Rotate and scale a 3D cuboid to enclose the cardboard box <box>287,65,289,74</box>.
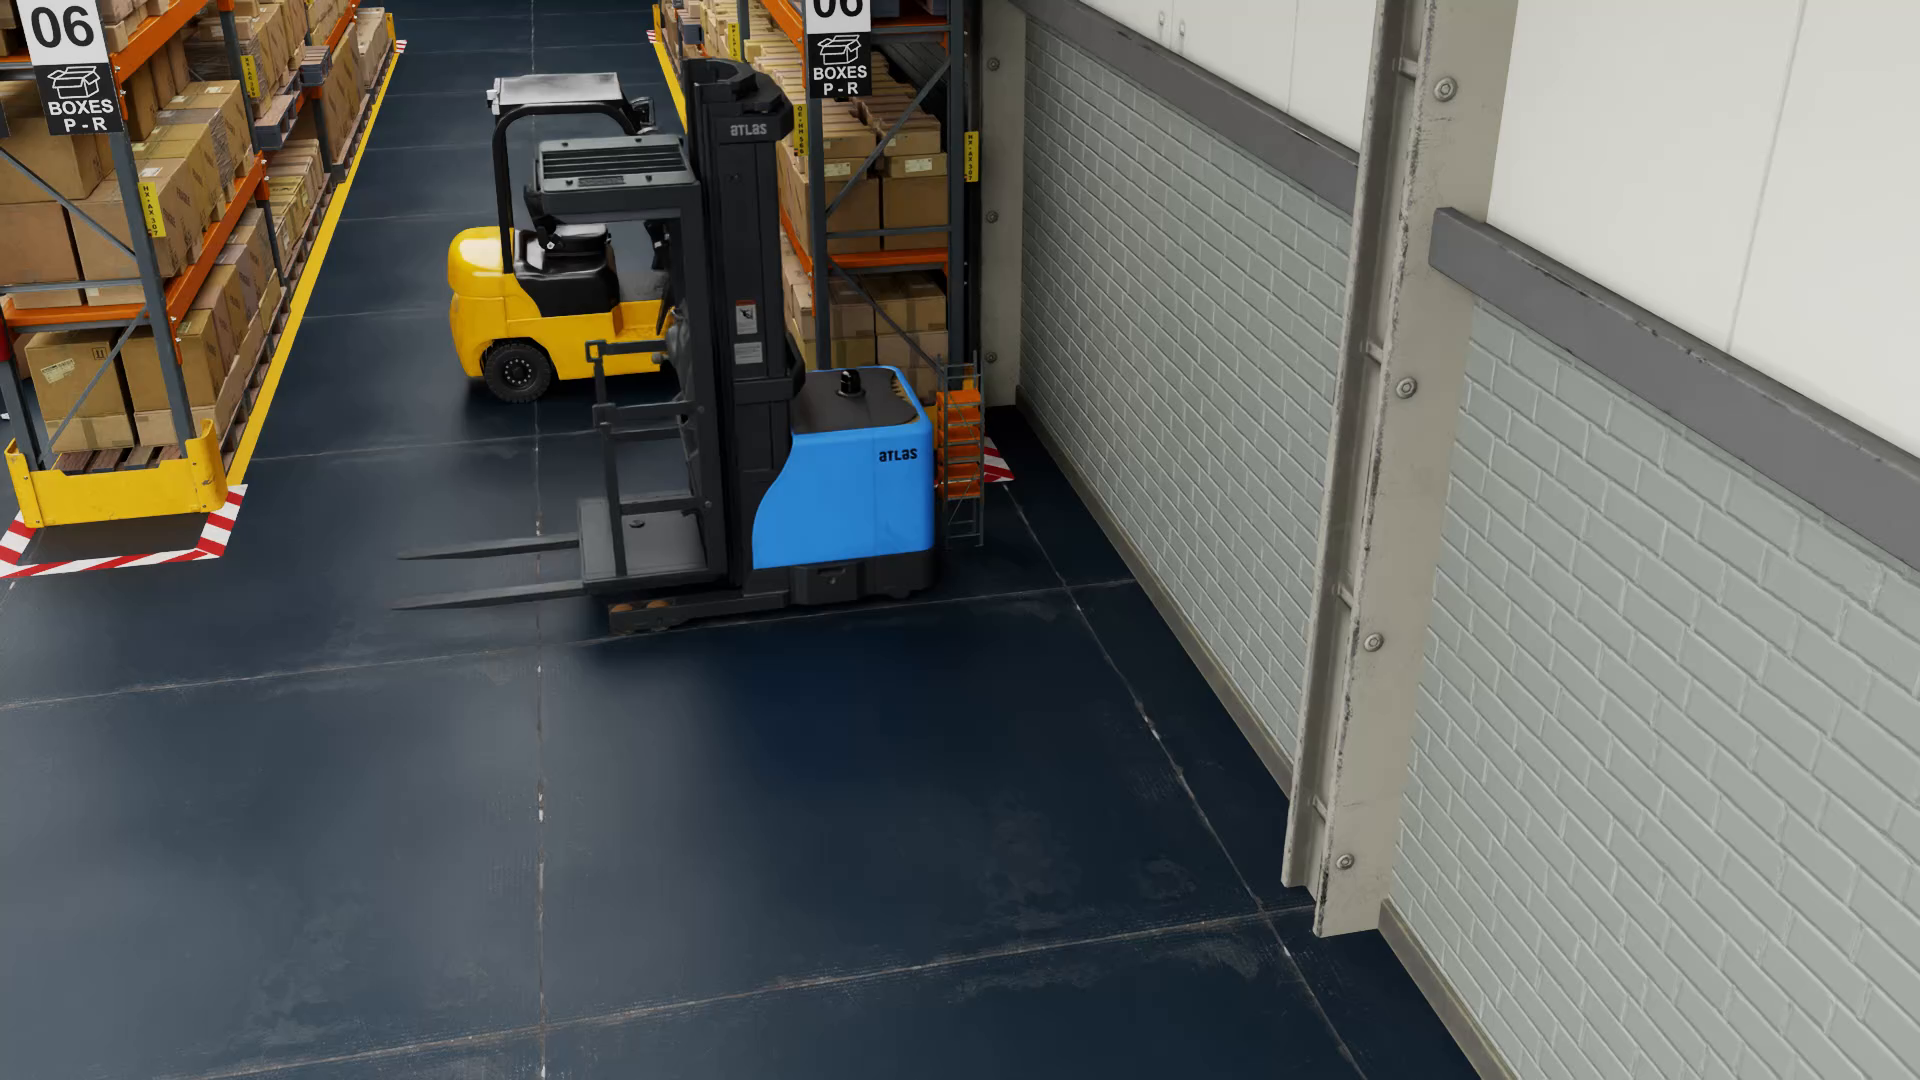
[{"bbox_3d":[-6.381,-4.305,15.262,0.380,0.149,0.250,-7,28,-13],"label":"cardboard box"}]

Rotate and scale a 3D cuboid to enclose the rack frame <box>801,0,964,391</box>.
[{"bbox_3d":[-0.473,-2.015,10.914,1.000,3.000,0.127,-6,27,-12],"label":"rack frame"}]

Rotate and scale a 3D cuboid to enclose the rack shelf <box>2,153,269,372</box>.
[{"bbox_3d":[-5.758,-2.066,11.813,1.077,0.370,4.000,-6,27,-12],"label":"rack shelf"}]

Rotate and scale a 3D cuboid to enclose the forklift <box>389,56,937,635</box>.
[{"bbox_3d":[-1.706,-1.044,9.066,3.031,2.935,1.130,-6,27,-12],"label":"forklift"}]

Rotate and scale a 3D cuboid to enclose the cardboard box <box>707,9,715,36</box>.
[{"bbox_3d":[-2.302,-5.244,16.922,0.500,0.250,0.500,-5,27,-10],"label":"cardboard box"}]

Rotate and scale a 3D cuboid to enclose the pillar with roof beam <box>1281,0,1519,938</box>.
[{"bbox_3d":[-2.594,-2.019,4.264,9.100,9.000,0.400,-6,27,-12],"label":"pillar with roof beam"}]

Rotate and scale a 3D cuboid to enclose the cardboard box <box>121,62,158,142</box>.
[{"bbox_3d":[-5.935,-3.005,11.324,0.700,0.500,0.500,-6,27,-12],"label":"cardboard box"}]

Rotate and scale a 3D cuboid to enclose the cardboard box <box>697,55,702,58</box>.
[{"bbox_3d":[-2.905,-5.664,19.732,0.380,0.149,0.250,-7,28,-14],"label":"cardboard box"}]

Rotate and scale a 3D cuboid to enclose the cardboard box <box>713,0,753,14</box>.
[{"bbox_3d":[-2.275,-5.351,16.692,0.380,0.149,0.250,-6,27,-11],"label":"cardboard box"}]

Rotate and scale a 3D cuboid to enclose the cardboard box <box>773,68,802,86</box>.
[{"bbox_3d":[-1.224,-3.511,12.716,0.380,0.149,0.250,-6,27,-12],"label":"cardboard box"}]

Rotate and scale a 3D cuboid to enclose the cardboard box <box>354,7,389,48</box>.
[{"bbox_3d":[-8.667,-7.298,23.757,0.875,0.438,0.875,-7,28,-13],"label":"cardboard box"}]

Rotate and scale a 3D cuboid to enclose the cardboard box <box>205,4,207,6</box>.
[{"bbox_3d":[-6.984,-4.705,15.335,0.500,0.500,0.500,-5,27,-11],"label":"cardboard box"}]

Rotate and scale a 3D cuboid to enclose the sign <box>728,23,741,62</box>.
[{"bbox_3d":[-1.901,-4.193,14.032,0.100,0.325,0.005,-6,27,-12],"label":"sign"}]

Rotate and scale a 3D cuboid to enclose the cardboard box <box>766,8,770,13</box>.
[{"bbox_3d":[-1.732,-5.292,16.576,0.380,0.149,0.250,-6,27,-12],"label":"cardboard box"}]

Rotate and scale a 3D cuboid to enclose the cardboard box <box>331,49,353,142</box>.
[{"bbox_3d":[-7.382,-4.964,18.648,0.875,0.875,0.875,-6,27,-11],"label":"cardboard box"}]

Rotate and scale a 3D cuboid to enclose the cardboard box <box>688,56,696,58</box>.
[{"bbox_3d":[-3.049,-5.667,20.457,0.500,0.500,0.500,-7,28,-13],"label":"cardboard box"}]

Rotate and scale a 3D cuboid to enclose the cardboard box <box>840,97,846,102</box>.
[{"bbox_3d":[-0.703,-3.314,12.656,0.380,0.149,0.250,-7,28,-13],"label":"cardboard box"}]

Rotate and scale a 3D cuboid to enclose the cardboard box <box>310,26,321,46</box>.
[{"bbox_3d":[-6.976,-5.195,17.380,0.500,0.250,0.500,-6,27,-12],"label":"cardboard box"}]

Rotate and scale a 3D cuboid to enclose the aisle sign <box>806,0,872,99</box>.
[{"bbox_3d":[-0.744,-3.117,10.212,0.394,0.787,0.004,-6,27,-12],"label":"aisle sign"}]

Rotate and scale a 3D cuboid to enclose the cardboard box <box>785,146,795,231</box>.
[{"bbox_3d":[-0.947,-2.478,11.719,0.500,0.500,0.500,-5,27,-10],"label":"cardboard box"}]

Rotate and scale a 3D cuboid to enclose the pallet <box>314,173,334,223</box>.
[{"bbox_3d":[-6.936,-3.433,16.818,1.003,0.211,1.213,-6,27,-12],"label":"pallet"}]

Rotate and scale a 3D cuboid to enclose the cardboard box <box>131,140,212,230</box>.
[{"bbox_3d":[-5.380,-2.374,11.183,0.500,0.500,0.500,-6,27,-13],"label":"cardboard box"}]

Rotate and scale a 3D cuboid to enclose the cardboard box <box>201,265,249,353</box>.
[{"bbox_3d":[-5.453,-1.647,11.937,0.500,0.500,0.500,-5,27,-11],"label":"cardboard box"}]

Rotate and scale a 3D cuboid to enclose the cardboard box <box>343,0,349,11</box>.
[{"bbox_3d":[-7.665,-6.539,20.043,0.500,0.250,0.500,-7,28,-13],"label":"cardboard box"}]

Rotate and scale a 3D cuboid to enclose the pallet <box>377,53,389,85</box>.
[{"bbox_3d":[-8.386,-6.411,22.718,1.003,0.211,1.213,-6,27,-12],"label":"pallet"}]

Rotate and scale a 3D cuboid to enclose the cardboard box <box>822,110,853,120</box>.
[{"bbox_3d":[-0.930,-2.835,11.377,0.380,0.149,0.250,-5,27,-10],"label":"cardboard box"}]

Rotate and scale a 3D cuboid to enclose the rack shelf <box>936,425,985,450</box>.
[{"bbox_3d":[0.003,-0.597,9.933,0.258,0.103,0.180,-6,27,-12],"label":"rack shelf"}]

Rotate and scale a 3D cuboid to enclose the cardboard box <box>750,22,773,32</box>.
[{"bbox_3d":[-1.933,-4.680,15.363,0.380,0.149,0.250,-7,28,-13],"label":"cardboard box"}]

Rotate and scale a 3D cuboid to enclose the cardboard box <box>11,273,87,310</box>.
[{"bbox_3d":[-5.600,-1.540,10.251,0.380,0.149,0.250,-5,27,-10],"label":"cardboard box"}]

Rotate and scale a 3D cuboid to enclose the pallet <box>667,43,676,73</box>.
[{"bbox_3d":[-3.609,-6.876,23.640,1.003,0.211,1.213,-6,27,-12],"label":"pallet"}]

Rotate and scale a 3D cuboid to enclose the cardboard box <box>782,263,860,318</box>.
[{"bbox_3d":[-1.001,-1.816,11.994,0.500,0.250,0.500,-5,27,-11],"label":"cardboard box"}]

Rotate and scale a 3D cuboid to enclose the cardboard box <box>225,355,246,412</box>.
[{"bbox_3d":[-5.328,-1.077,11.639,0.500,0.250,0.500,-5,27,-10],"label":"cardboard box"}]

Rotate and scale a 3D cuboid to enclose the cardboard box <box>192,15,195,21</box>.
[{"bbox_3d":[-6.786,-4.519,14.247,0.380,0.149,0.250,-7,28,-14],"label":"cardboard box"}]

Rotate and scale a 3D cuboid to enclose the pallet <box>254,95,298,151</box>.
[{"bbox_3d":[-6.240,-3.530,14.128,1.003,0.211,1.213,-6,27,-12],"label":"pallet"}]

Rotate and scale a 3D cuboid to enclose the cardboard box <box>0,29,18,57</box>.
[{"bbox_3d":[-5.661,-2.865,9.547,0.380,0.149,0.250,-6,27,-11],"label":"cardboard box"}]

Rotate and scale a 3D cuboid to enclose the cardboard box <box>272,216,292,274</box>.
[{"bbox_3d":[-6.330,-2.510,14.344,0.950,0.372,0.625,-6,27,-11],"label":"cardboard box"}]

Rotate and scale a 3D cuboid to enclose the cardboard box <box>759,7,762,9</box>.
[{"bbox_3d":[-1.787,-5.290,17.014,0.500,0.250,0.500,-6,27,-11],"label":"cardboard box"}]

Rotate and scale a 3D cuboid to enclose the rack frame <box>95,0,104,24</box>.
[{"bbox_3d":[-5.308,-4.188,8.560,1.000,3.000,0.127,-6,27,-12],"label":"rack frame"}]

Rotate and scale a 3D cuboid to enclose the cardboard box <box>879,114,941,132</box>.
[{"bbox_3d":[-0.339,-2.774,11.257,0.380,0.149,0.250,-5,27,-10],"label":"cardboard box"}]

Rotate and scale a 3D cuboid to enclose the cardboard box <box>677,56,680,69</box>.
[{"bbox_3d":[-3.589,-6.413,22.324,0.380,0.149,0.250,-7,28,-13],"label":"cardboard box"}]

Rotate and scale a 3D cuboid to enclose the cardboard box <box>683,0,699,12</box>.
[{"bbox_3d":[-2.829,-6.078,18.663,0.500,0.250,0.500,-7,28,-14],"label":"cardboard box"}]

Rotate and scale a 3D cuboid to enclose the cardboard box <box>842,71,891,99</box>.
[{"bbox_3d":[-0.724,-3.449,12.593,0.380,0.149,0.250,-5,27,-10],"label":"cardboard box"}]

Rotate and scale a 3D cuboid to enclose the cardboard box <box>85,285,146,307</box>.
[{"bbox_3d":[-5.183,-1.568,10.305,0.380,0.149,0.250,-6,27,-11],"label":"cardboard box"}]

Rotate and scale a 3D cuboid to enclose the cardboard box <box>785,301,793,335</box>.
[{"bbox_3d":[-0.989,-1.602,12.125,0.500,0.250,0.500,-6,27,-12],"label":"cardboard box"}]

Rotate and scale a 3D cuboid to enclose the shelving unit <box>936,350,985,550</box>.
[{"bbox_3d":[0.003,-0.529,9.967,0.258,1.200,0.189,-6,27,-12],"label":"shelving unit"}]

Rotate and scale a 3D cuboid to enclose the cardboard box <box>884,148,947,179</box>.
[{"bbox_3d":[-0.296,-2.525,11.092,0.380,0.149,0.250,-7,28,-13],"label":"cardboard box"}]

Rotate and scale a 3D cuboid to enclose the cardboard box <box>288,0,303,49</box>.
[{"bbox_3d":[-6.610,-4.989,15.899,0.500,0.500,0.500,-6,27,-12],"label":"cardboard box"}]

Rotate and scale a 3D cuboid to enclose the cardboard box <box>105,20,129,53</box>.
[{"bbox_3d":[-5.066,-2.915,9.646,0.380,0.149,0.250,-6,27,-12],"label":"cardboard box"}]

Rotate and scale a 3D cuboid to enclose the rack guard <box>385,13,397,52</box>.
[{"bbox_3d":[-8.919,-7.428,24.412,1.175,0.500,0.348,-6,27,-12],"label":"rack guard"}]

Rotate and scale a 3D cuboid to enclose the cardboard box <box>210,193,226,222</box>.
[{"bbox_3d":[-5.486,-2.373,11.901,0.380,0.149,0.250,-6,27,-11],"label":"cardboard box"}]
